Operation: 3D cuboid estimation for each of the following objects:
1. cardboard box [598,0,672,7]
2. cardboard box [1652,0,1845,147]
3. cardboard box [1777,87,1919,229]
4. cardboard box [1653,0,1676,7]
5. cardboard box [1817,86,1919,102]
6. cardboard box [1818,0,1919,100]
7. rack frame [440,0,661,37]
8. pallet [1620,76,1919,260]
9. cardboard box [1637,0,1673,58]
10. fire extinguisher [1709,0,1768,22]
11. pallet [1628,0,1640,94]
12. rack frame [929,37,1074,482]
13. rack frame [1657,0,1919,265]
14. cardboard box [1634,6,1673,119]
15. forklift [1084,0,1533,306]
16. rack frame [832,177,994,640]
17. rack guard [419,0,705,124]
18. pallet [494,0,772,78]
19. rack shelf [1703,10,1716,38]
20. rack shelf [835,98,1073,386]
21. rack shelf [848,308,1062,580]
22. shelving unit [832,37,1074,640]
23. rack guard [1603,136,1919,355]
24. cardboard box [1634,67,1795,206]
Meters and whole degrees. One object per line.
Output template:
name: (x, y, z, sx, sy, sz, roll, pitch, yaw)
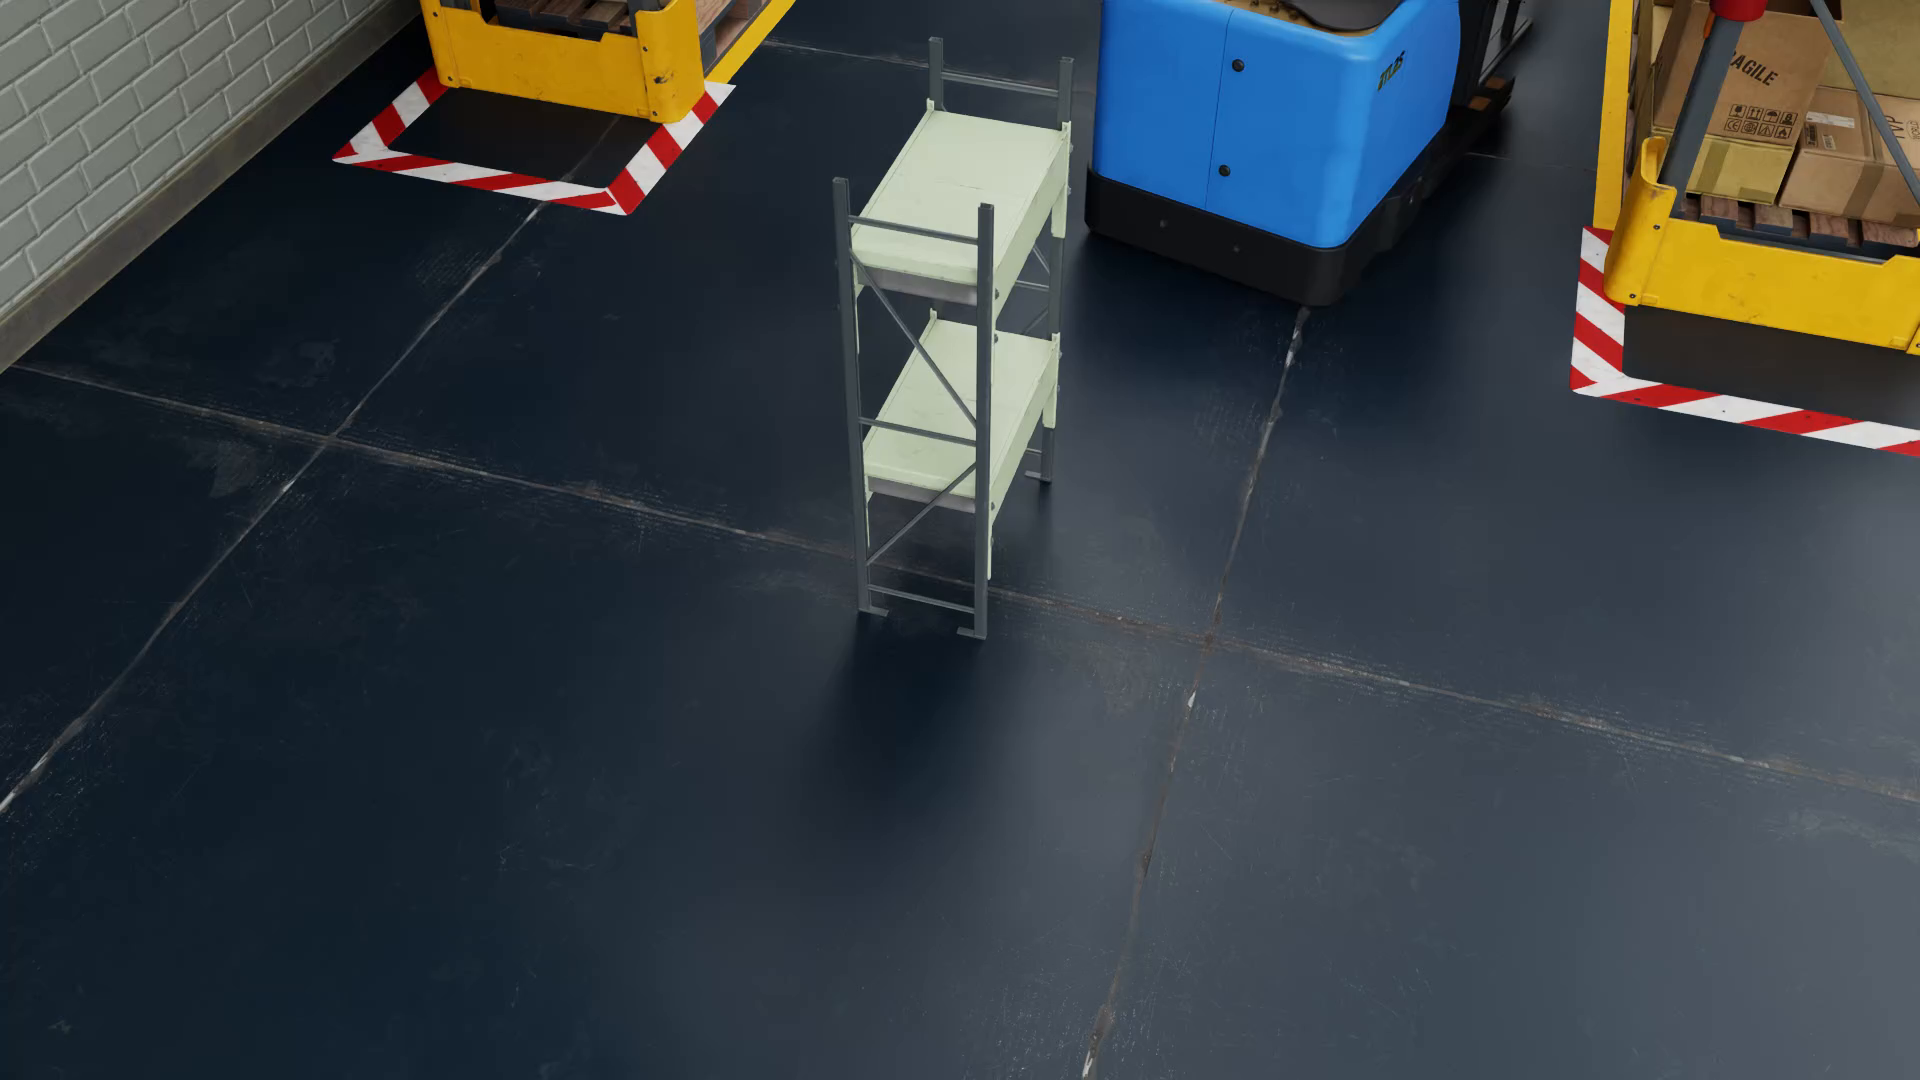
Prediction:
cardboard box: (-1.431, -2.653, 7.425, 0.500, 0.311, 0.500, 8, 45, 8)
cardboard box: (2.875, -1.824, 6.099, 0.500, 0.500, 0.500, 13, 46, 13)
cardboard box: (3.371, -1.446, 6.249, 0.500, 0.250, 0.500, 13, 46, 13)
cardboard box: (3.164, -2.494, 6.783, 0.500, 0.500, 0.500, 13, 46, 13)
cardboard box: (3.519, -1.780, 6.590, 0.500, 0.250, 0.500, 13, 46, 13)
cardboard box: (3.520, -2.048, 6.327, 0.500, 0.500, 0.500, 13, 46, 13)
rack frame: (-1.726, -3.015, 6.186, 1.000, 3.000, 0.127, 13, 46, 13)
pallet: (3.188, -1.490, 6.622, 1.003, 0.211, 1.213, 13, 46, 13)
cardboard box: (3.167, -2.225, 7.045, 0.500, 0.250, 0.500, 13, 46, 13)
fire extinguisher: (2.518, -1.960, 5.164, 0.296, 0.674, 0.183, 13, 46, 13)
pallet: (3.559, -2.301, 7.450, 1.003, 0.211, 1.213, 13, 46, 13)
rack frame: (0.109, -0.776, 4.970, 0.400, 1.500, 0.023, 13, 46, 12)
rack frame: (2.996, -1.968, 5.117, 1.000, 3.000, 0.127, 13, 46, 13)
cardboard box: (3.017, -1.891, 6.704, 0.500, 0.250, 0.500, 13, 46, 13)
forklift: (1.697, -2.901, 6.119, 1.130, 2.935, 3.031, 24, 49, 23)
rack frame: (-0.113, -0.288, 4.472, 0.400, 1.500, 0.023, 13, 46, 12)
rack guard: (-1.703, -2.172, 7.112, 1.175, 0.500, 0.348, 13, 46, 13)
pallet: (-1.423, -2.603, 7.759, 1.003, 0.211, 1.213, 13, 46, 13)
rack shelf: (3.602, -3.044, 6.731, 1.077, 0.370, 4.000, 13, 46, 13)
rack shelf: (-0.002, -0.811, 4.448, 0.431, 0.370, 0.720, 13, 46, 12)
rack shelf: (-0.002, -0.299, 4.949, 0.431, 0.370, 0.720, 13, 46, 12)
shelving unit: (-0.002, -0.532, 4.721, 0.431, 1.500, 0.755, 13, 46, 12)
rack guard: (2.989, -1.059, 5.975, 1.175, 0.500, 0.348, 13, 46, 13)
cardboard box: (2.877, -1.556, 6.361, 0.500, 0.250, 0.500, 13, 46, 13)
